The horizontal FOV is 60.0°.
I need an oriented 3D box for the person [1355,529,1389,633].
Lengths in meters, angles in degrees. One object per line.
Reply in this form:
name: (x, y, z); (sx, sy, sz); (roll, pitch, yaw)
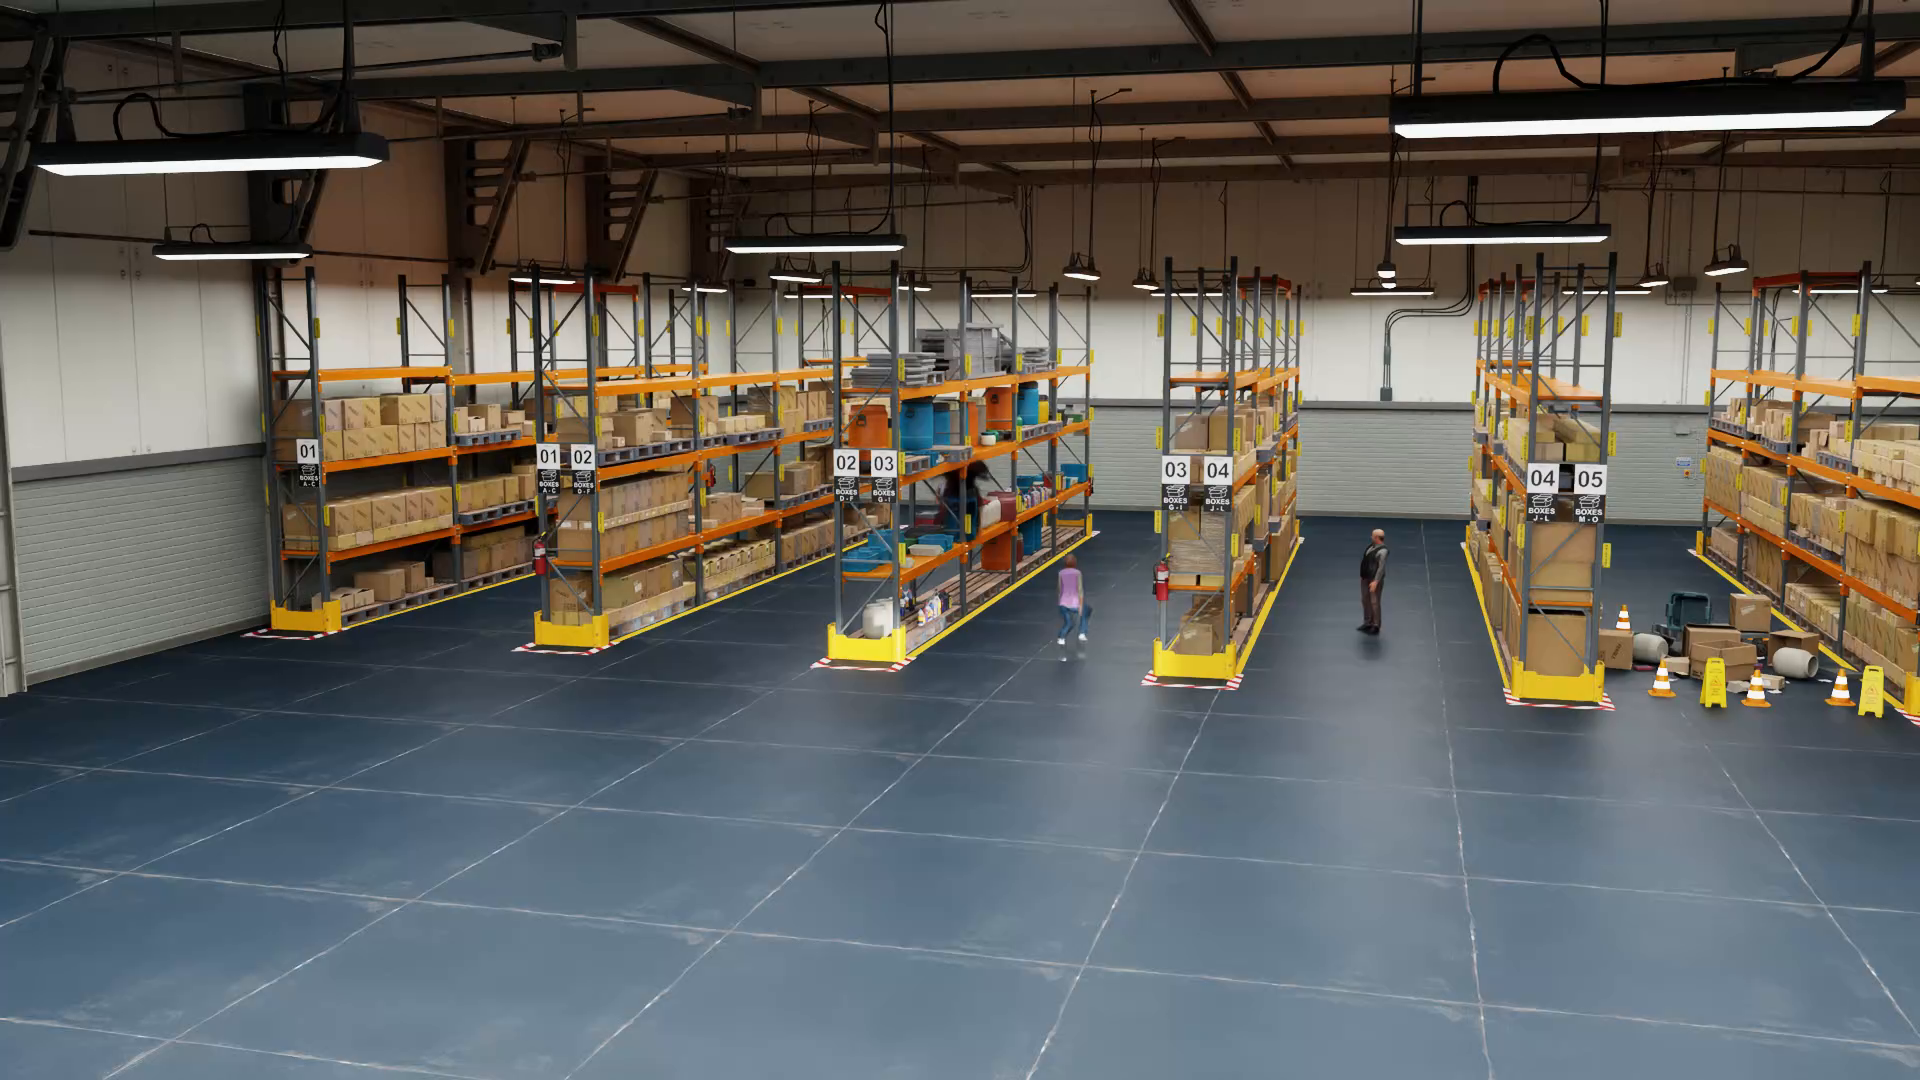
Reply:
person: (6.811, 0.680, 27.511); (0.442, 1.742, 0.628); (-3, 8, -25)

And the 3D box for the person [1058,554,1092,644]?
person: (1.696, 0.886, 25.116); (0.452, 1.376, 0.741); (4, 8, 29)

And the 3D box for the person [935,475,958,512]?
person: (-0.306, -0.696, 38.443); (0.650, 1.587, 1.028); (2, 7, 14)
